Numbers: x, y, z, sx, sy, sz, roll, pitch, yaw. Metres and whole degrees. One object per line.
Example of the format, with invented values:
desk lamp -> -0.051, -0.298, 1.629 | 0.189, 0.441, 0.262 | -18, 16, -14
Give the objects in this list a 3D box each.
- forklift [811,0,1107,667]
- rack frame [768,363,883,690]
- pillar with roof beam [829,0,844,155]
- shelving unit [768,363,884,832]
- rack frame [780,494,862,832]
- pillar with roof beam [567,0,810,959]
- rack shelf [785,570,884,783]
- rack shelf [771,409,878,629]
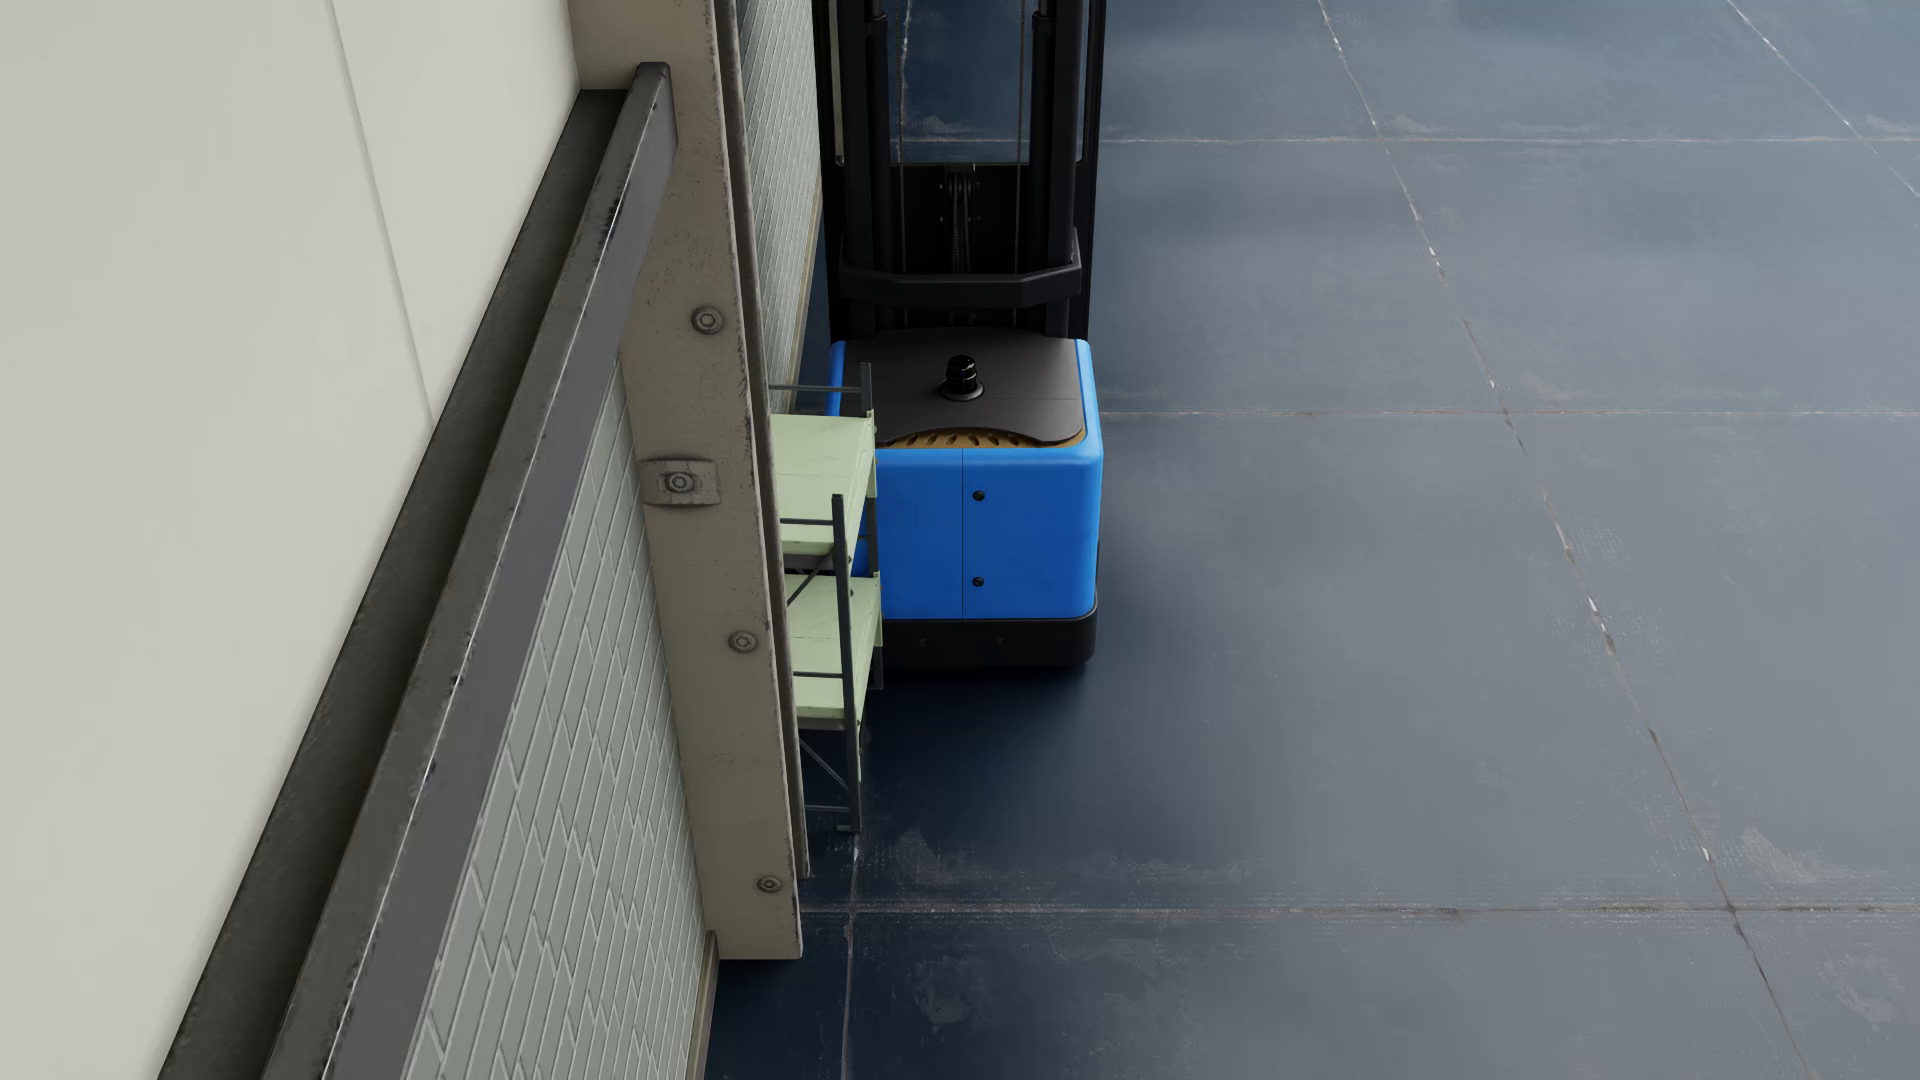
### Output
forklift -> -0.007, -1.538, 6.825 | 1.130, 2.935, 3.031 | 0, 39, -1
rack frame -> -0.501, -0.012, 6.066 | 0.400, 1.500, 0.023 | 3, 39, 3
pillar with roof beam -> 3.617, -6.002, 7.543 | 9.100, 9.000, 0.400 | 0, 39, 0
shelving unit -> -0.527, 0.216, 5.781 | 0.431, 1.500, 0.755 | 3, 39, 3
rack frame -> -0.553, 0.445, 5.496 | 0.400, 1.500, 0.023 | 3, 39, 3
pillar with roof beam -> 3.624, -2.249, 2.861 | 9.100, 9.000, 0.400 | 0, 39, 0
rack shelf -> -0.527, 0.471, 5.985 | 0.431, 0.370, 0.720 | 3, 39, 3
rack shelf -> -0.527, -0.088, 5.537 | 0.431, 0.370, 0.720 | 3, 39, 3
